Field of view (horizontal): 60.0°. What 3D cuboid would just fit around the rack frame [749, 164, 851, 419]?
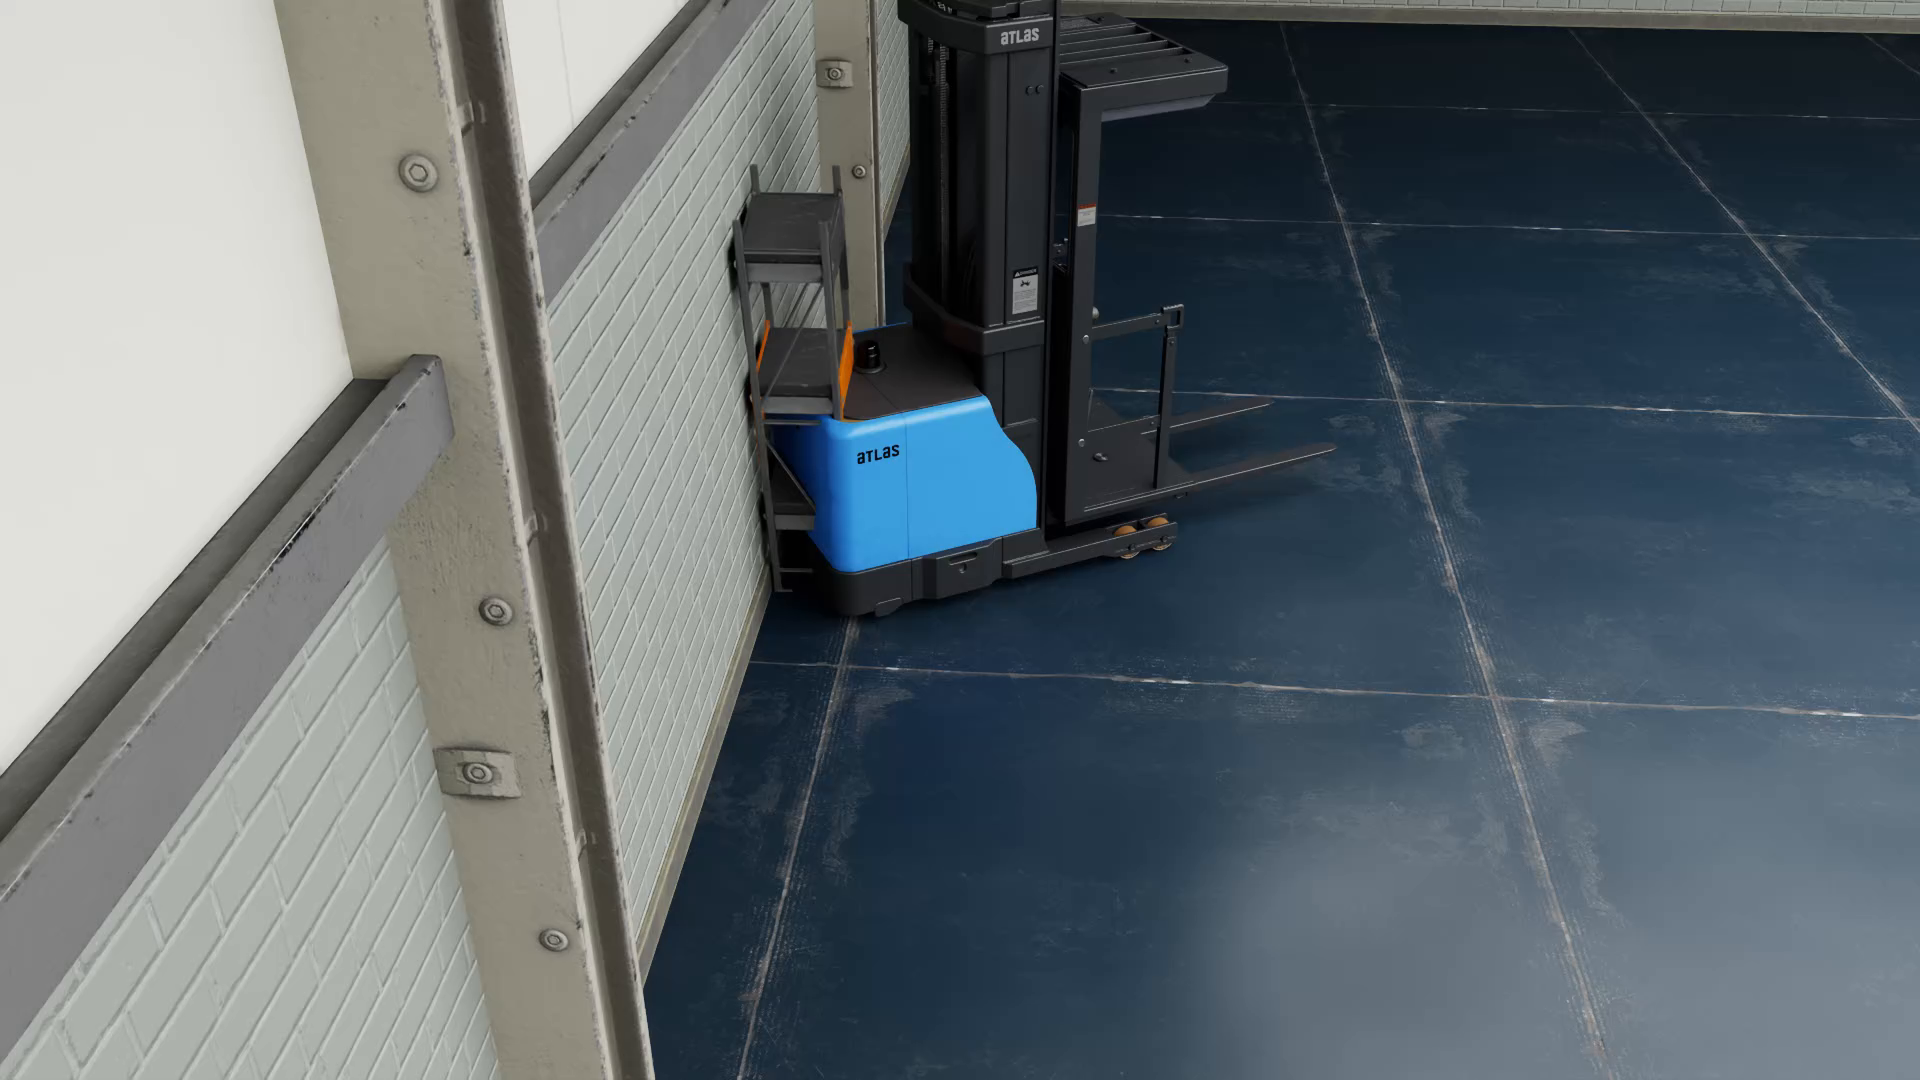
[{"bbox_3d":[-0.713,-0.852,8.005,0.400,2.100,0.015,1,41,3],"label":"rack frame"}]

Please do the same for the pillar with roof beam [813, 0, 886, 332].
[{"bbox_3d":[3.658,-4.638,7.699,9.100,9.000,0.400,2,32,4],"label":"pillar with roof beam"}]

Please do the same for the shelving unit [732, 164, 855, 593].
[{"bbox_3d":[-0.726,-0.694,7.820,0.431,2.100,0.503,1,41,3],"label":"shelving unit"}]

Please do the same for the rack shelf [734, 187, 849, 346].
[{"bbox_3d":[-0.736,-1.214,7.373,0.431,0.518,0.480,1,41,3],"label":"rack shelf"}]

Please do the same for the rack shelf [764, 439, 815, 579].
[{"bbox_3d":[-0.716,-0.152,8.285,0.431,0.518,0.480,1,41,3],"label":"rack shelf"}]

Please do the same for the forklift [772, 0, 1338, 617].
[{"bbox_3d":[0.570,-1.388,8.209,3.031,2.935,1.130,-14,34,-21],"label":"forklift"}]

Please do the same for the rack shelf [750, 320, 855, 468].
[{"bbox_3d":[-0.726,-0.683,7.829,0.431,0.518,0.480,1,41,3],"label":"rack shelf"}]

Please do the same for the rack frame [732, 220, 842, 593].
[{"bbox_3d":[-0.740,-0.535,7.635,0.400,2.100,0.015,1,41,3],"label":"rack frame"}]
